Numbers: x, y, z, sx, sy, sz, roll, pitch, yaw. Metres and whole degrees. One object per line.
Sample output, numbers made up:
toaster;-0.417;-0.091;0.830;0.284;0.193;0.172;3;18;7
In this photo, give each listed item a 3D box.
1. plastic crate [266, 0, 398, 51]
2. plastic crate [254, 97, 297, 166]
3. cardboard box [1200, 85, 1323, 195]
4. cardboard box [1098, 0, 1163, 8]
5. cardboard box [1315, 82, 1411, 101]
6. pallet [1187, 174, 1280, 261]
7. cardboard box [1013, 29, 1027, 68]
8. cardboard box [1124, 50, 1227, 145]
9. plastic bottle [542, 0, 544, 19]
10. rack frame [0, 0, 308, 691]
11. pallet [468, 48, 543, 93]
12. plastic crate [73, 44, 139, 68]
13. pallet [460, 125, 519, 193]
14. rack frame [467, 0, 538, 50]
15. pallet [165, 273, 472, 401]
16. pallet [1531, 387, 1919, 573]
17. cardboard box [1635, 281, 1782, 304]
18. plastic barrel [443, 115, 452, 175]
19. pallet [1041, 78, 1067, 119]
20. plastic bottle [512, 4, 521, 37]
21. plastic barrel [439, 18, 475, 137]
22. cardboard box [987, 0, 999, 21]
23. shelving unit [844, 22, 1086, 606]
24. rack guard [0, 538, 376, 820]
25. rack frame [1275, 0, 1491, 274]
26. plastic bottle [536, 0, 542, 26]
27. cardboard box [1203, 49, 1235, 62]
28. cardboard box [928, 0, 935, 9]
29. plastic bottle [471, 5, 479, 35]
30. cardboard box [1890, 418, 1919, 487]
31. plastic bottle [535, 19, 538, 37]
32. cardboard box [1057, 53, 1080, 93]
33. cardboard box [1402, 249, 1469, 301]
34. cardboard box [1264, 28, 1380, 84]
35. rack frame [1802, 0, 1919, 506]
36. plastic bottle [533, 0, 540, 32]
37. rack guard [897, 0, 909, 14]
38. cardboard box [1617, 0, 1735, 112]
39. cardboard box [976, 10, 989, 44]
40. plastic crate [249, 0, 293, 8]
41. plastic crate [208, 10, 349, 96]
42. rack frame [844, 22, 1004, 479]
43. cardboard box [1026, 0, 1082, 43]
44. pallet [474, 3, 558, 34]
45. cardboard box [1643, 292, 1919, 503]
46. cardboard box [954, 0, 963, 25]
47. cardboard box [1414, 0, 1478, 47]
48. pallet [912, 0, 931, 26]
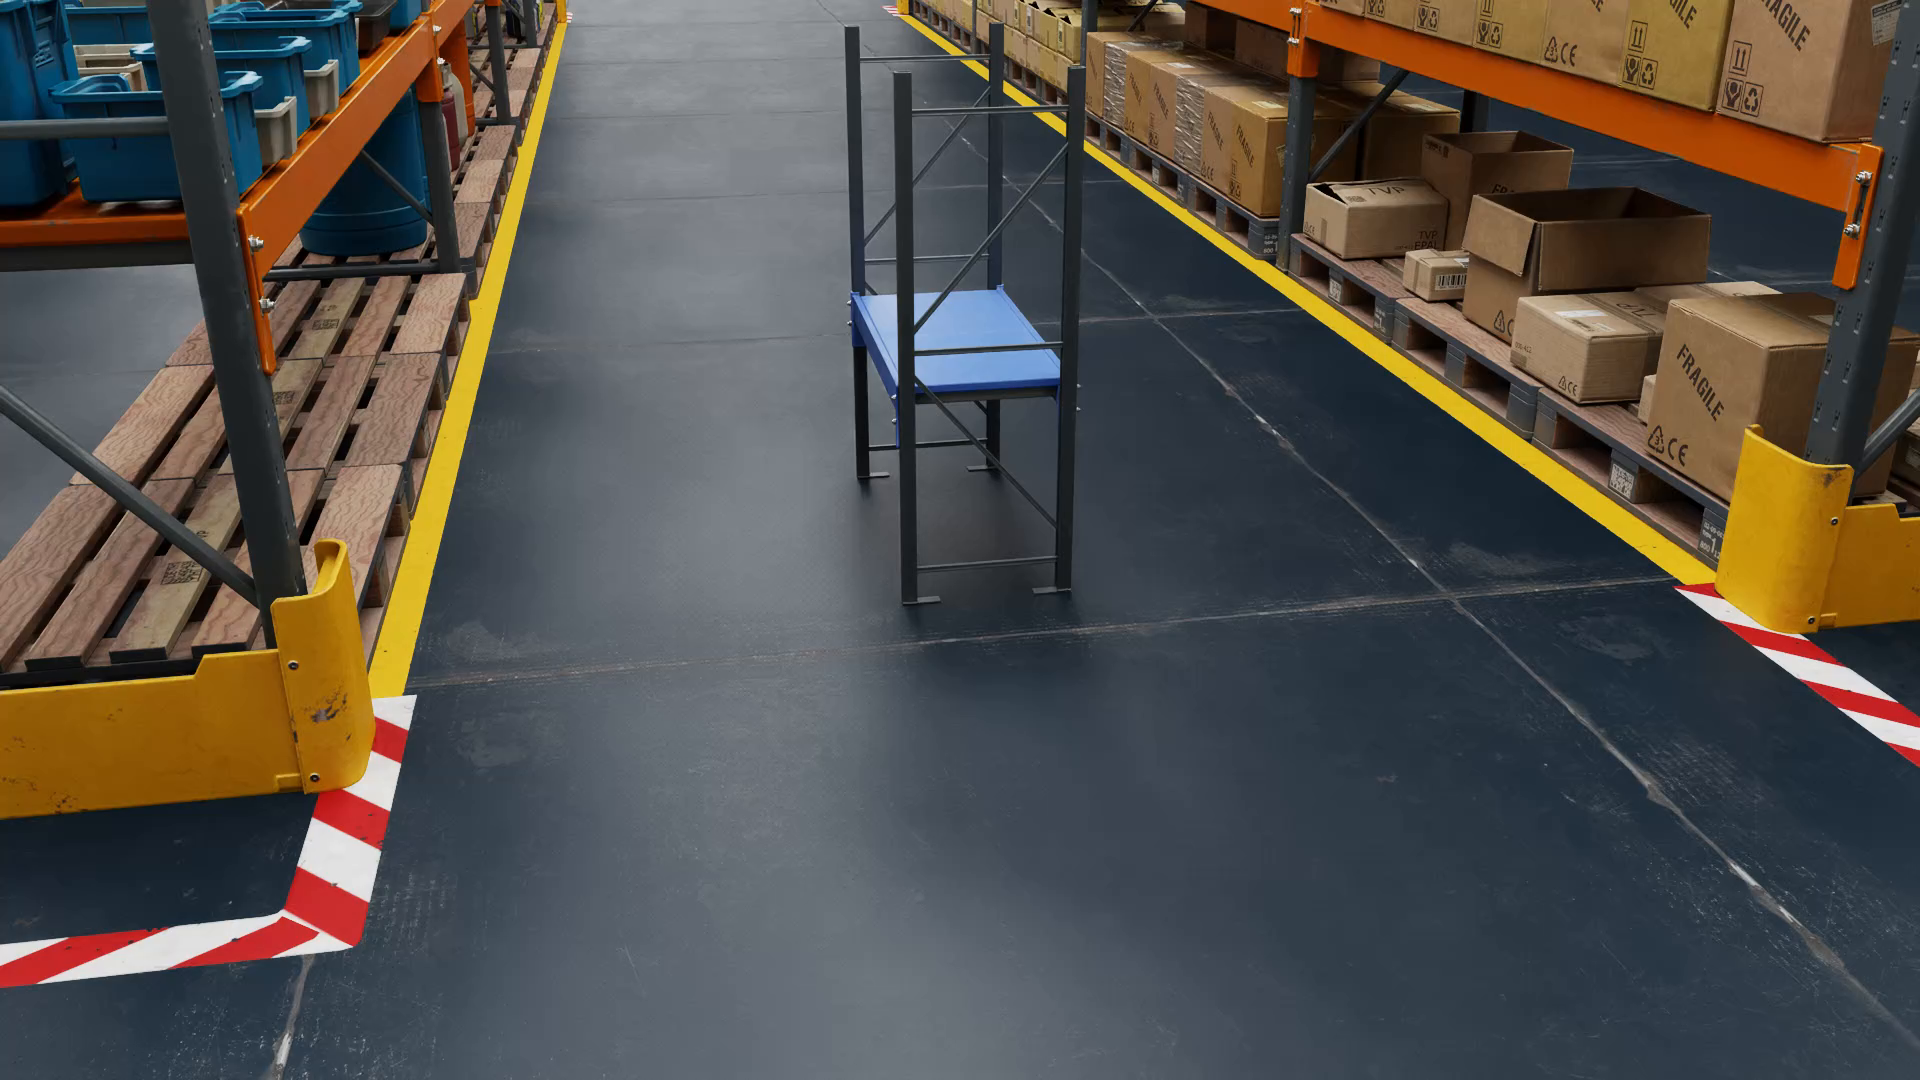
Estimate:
plastic crate;-2.303;-1.877;6.069;0.437;0.125;0.590;-4;24;-10
plastic crate;-1.734;-0.983;4.008;0.250;0.136;0.298;-4;24;-10
cardboard box;1.639;-2.185;9.079;0.500;0.500;0.500;-4;24;-10
cardboard box;1.349;-4.158;13.234;0.500;0.311;0.500;-5;24;-11
cardboard box;2.135;-2.235;9.192;0.500;0.500;0.500;-4;24;-9
pallet;1.907;-1.800;9.109;1.003;0.211;1.213;-4;24;-10
cardboard box;0.731;-4.058;13.705;0.500;0.250;0.500;-4;24;-9
cardboard box;1.348;-2.787;10.458;0.500;0.500;0.500;-5;24;-10
plastic bottle;-4.203;-5.278;16.441;0.152;0.276;0.135;-4;24;-9
rack frame;-2.034;-0.823;3.386;1.000;3.000;0.127;-4;24;-10
pallet;-4.070;-3.959;14.051;1.003;0.211;1.213;-4;24;-10
plastic crate;-2.551;-1.375;4.904;0.298;0.136;0.250;-4;24;-10
pallet;-3.327;-2.384;10.446;1.003;0.211;1.213;-4;24;-10
rack frame;-4.253;-5.543;14.193;1.000;3.000;0.127;-4;24;-10
pallet;-2.600;-0.832;6.891;1.003;0.211;1.213;-4;24;-10
pallet;2.672;-0.253;5.566;1.003;0.211;1.213;-4;24;-10
cardboard box;2.828;-0.758;6.123;0.500;0.250;0.500;-4;24;-10
plastic barrel;-3.005;-2.171;9.056;0.421;0.512;0.421;0;24;0
pallet;1.241;-3.383;12.733;1.003;0.211;1.213;-4;24;-10
plastic bottle;-4.073;-4.774;15.278;0.061;0.283;0.133;-4;24;-10
plastic barrel;-3.406;-2.976;10.503;0.600;0.830;0.708;-4;24;-10
cardboard box;0.534;-4.719;14.517;0.500;0.311;0.500;-5;24;-10
shelving unit;-0.016;-0.721;5.027;0.538;1.500;1.048;-4;24;-10
rack guard;-2.017;0.331;3.867;1.175;0.500;0.348;-4;24;-10
rack frame;2.095;-2.761;7.824;1.000;3.000;0.127;-4;24;-10
plastic bottle;-4.108;-5.120;15.985;0.144;0.351;0.185;-4;24;-10
cardboard box;1.854;-2.837;10.570;0.500;0.500;0.500;-5;24;-12
cardboard box;-0.056;-5.793;17.677;0.500;0.250;0.500;-4;24;-10
plastic bottle;-4.550;-4.824;15.402;0.152;0.276;0.135;-4;24;-10
cardboard box;3.095;-0.273;5.140;0.380;0.149;0.250;-4;24;-10
plastic bottle;-3.919;-4.700;15.210;0.097;0.201;0.097;0;24;0
cardboard box;1.018;-3.456;12.326;0.500;0.250;0.500;-4;24;-8
cardboard box;2.129;-1.144;7.111;0.380;0.166;0.250;-4;24;-10
cardboard box;2.060;-2.763;9.464;0.500;0.250;0.500;-4;24;-10
rack frame;2.834;-1.188;4.222;1.000;3.000;0.127;-4;24;-10
plastic bottle;-4.030;-4.953;15.603;0.144;0.351;0.185;-5;24;-12
rack guard;-0.129;-6.345;19.154;1.175;0.500;0.348;-4;24;-10
cardboard box;2.385;-1.593;5.026;0.500;0.500;0.500;-4;24;-9
cardboard box;0.446;-4.663;15.090;0.500;0.250;0.500;-5;24;-11
plastic crate;-2.828;-2.109;6.586;0.396;0.136;0.243;-4;24;-10
plastic crate;-2.000;-1.413;4.871;0.416;0.233;0.300;-4;24;-10
rack frame;-0.110;-0.921;5.484;0.500;1.500;0.032;-4;24;-10
cardboard box;0.823;-4.114;13.133;0.500;0.311;0.500;-4;24;-10
pallet;-4.788;-5.492;17.561;1.003;0.211;1.213;-4;24;-10
cardboard box;2.492;-0.440;5.082;0.500;0.500;0.500;-4;24;-10
cardboard box;0.232;-5.204;16.328;0.500;0.250;0.500;-4;24;-10
cardboard box;2.109;-2.188;6.388;0.500;0.500;0.500;-4;24;-10
pallet;0.058;-5.906;18.508;1.003;0.211;1.213;-4;24;-10
